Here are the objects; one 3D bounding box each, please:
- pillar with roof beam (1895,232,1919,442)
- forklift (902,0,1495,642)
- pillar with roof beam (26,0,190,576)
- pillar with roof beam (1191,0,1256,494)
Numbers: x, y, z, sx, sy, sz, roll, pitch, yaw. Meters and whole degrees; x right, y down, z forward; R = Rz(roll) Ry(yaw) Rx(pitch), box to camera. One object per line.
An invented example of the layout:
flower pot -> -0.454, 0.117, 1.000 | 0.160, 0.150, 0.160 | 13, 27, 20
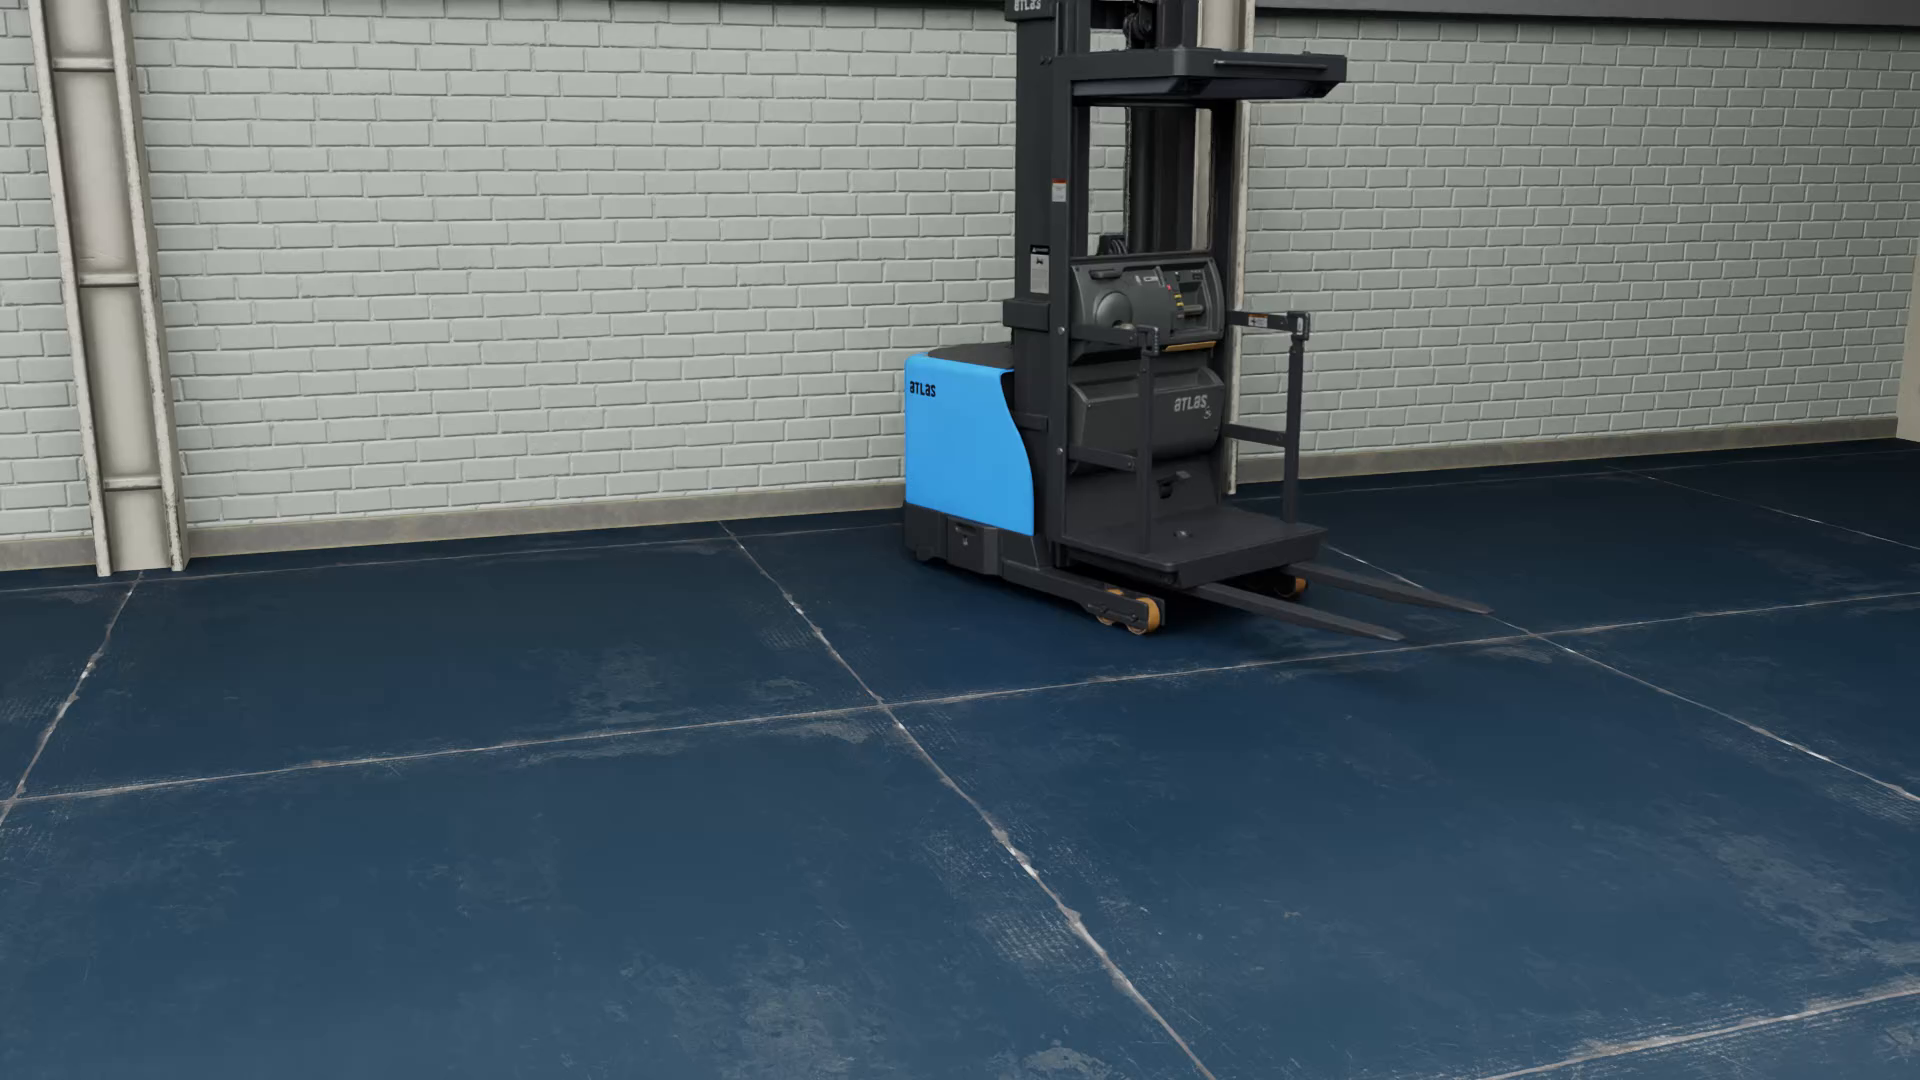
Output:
pillar with roof beam -> 8.545, -4.184, 7.286 | 0.400, 9.000, 9.100 | -4, 14, -18
forklift -> 1.019, -1.136, 7.585 | 1.130, 2.935, 3.031 | -11, 17, -38
pillar with roof beam -> -2.828, -3.298, 3.562 | 0.400, 9.000, 9.100 | -4, 14, -18
pillar with roof beam -> 2.859, -3.741, 5.424 | 0.400, 9.000, 9.100 | -4, 14, -18
